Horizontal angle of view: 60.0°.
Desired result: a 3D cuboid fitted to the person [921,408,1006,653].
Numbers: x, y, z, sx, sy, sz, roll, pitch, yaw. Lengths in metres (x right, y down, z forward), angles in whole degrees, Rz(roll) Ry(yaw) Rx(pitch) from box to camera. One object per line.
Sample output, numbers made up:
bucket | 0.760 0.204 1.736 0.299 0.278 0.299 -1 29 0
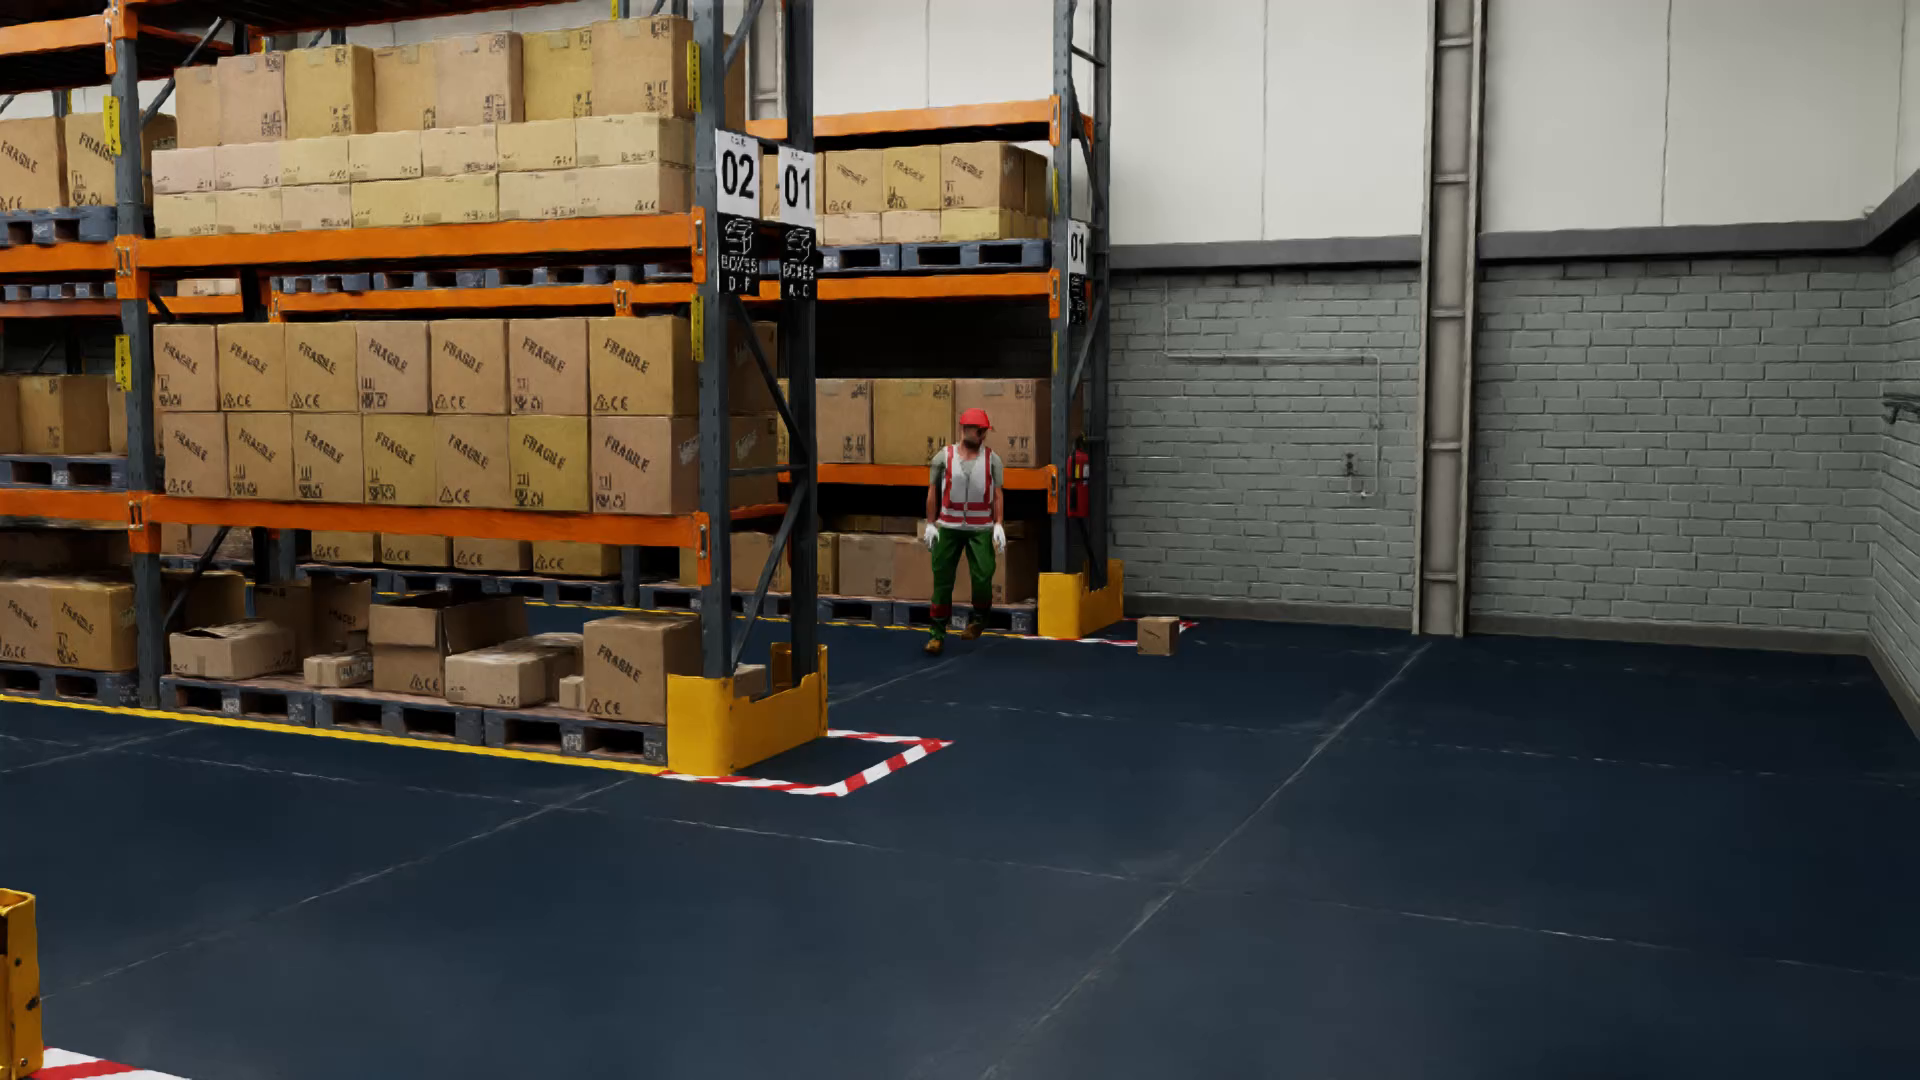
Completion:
person | 0.031 -0.071 12.058 0.607 1.775 0.532 0 5 2
